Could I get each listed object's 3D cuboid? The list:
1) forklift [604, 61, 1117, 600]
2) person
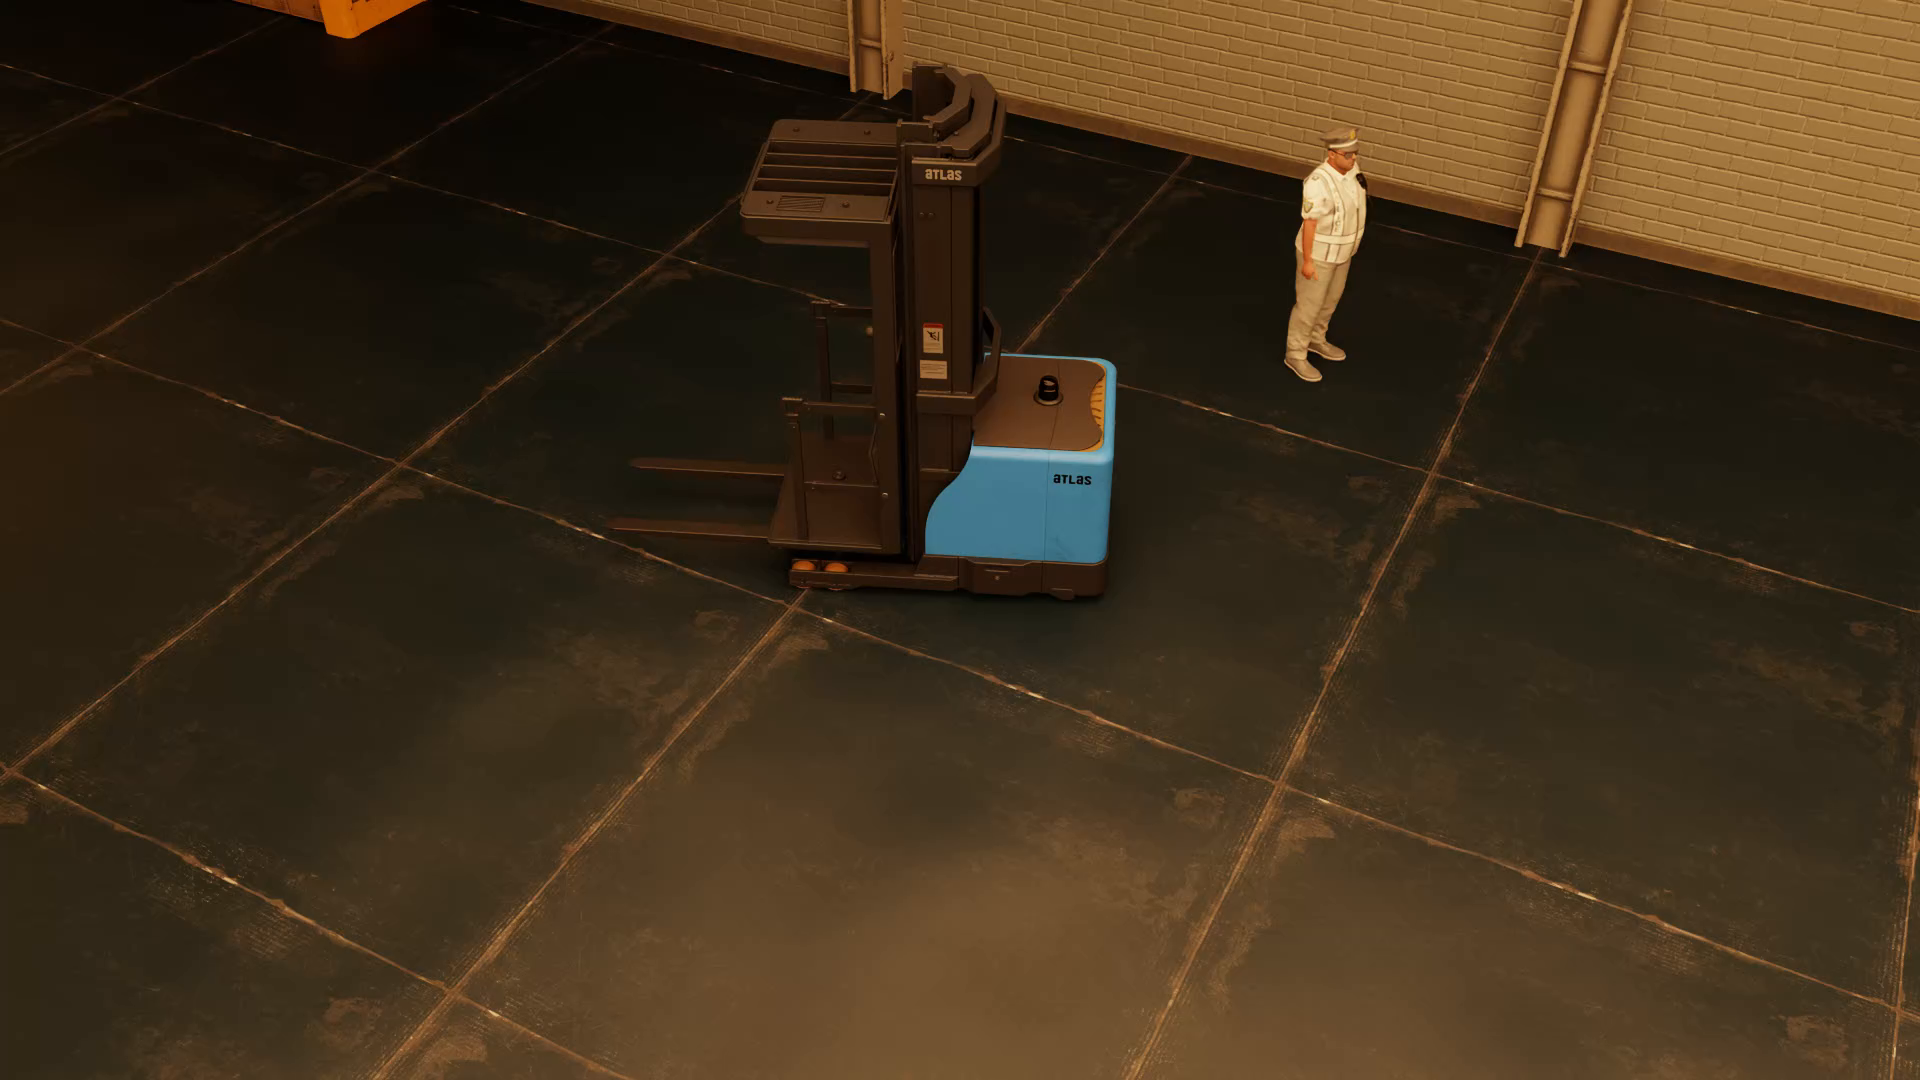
[{"bbox_3d":[-0.606,-1.157,9.360,3.031,2.935,1.130,3,40,4],"label":"forklift"},{"bbox_3d":[2.487,-1.957,11.214,0.409,1.771,0.522,30,48,31],"label":"person"}]
